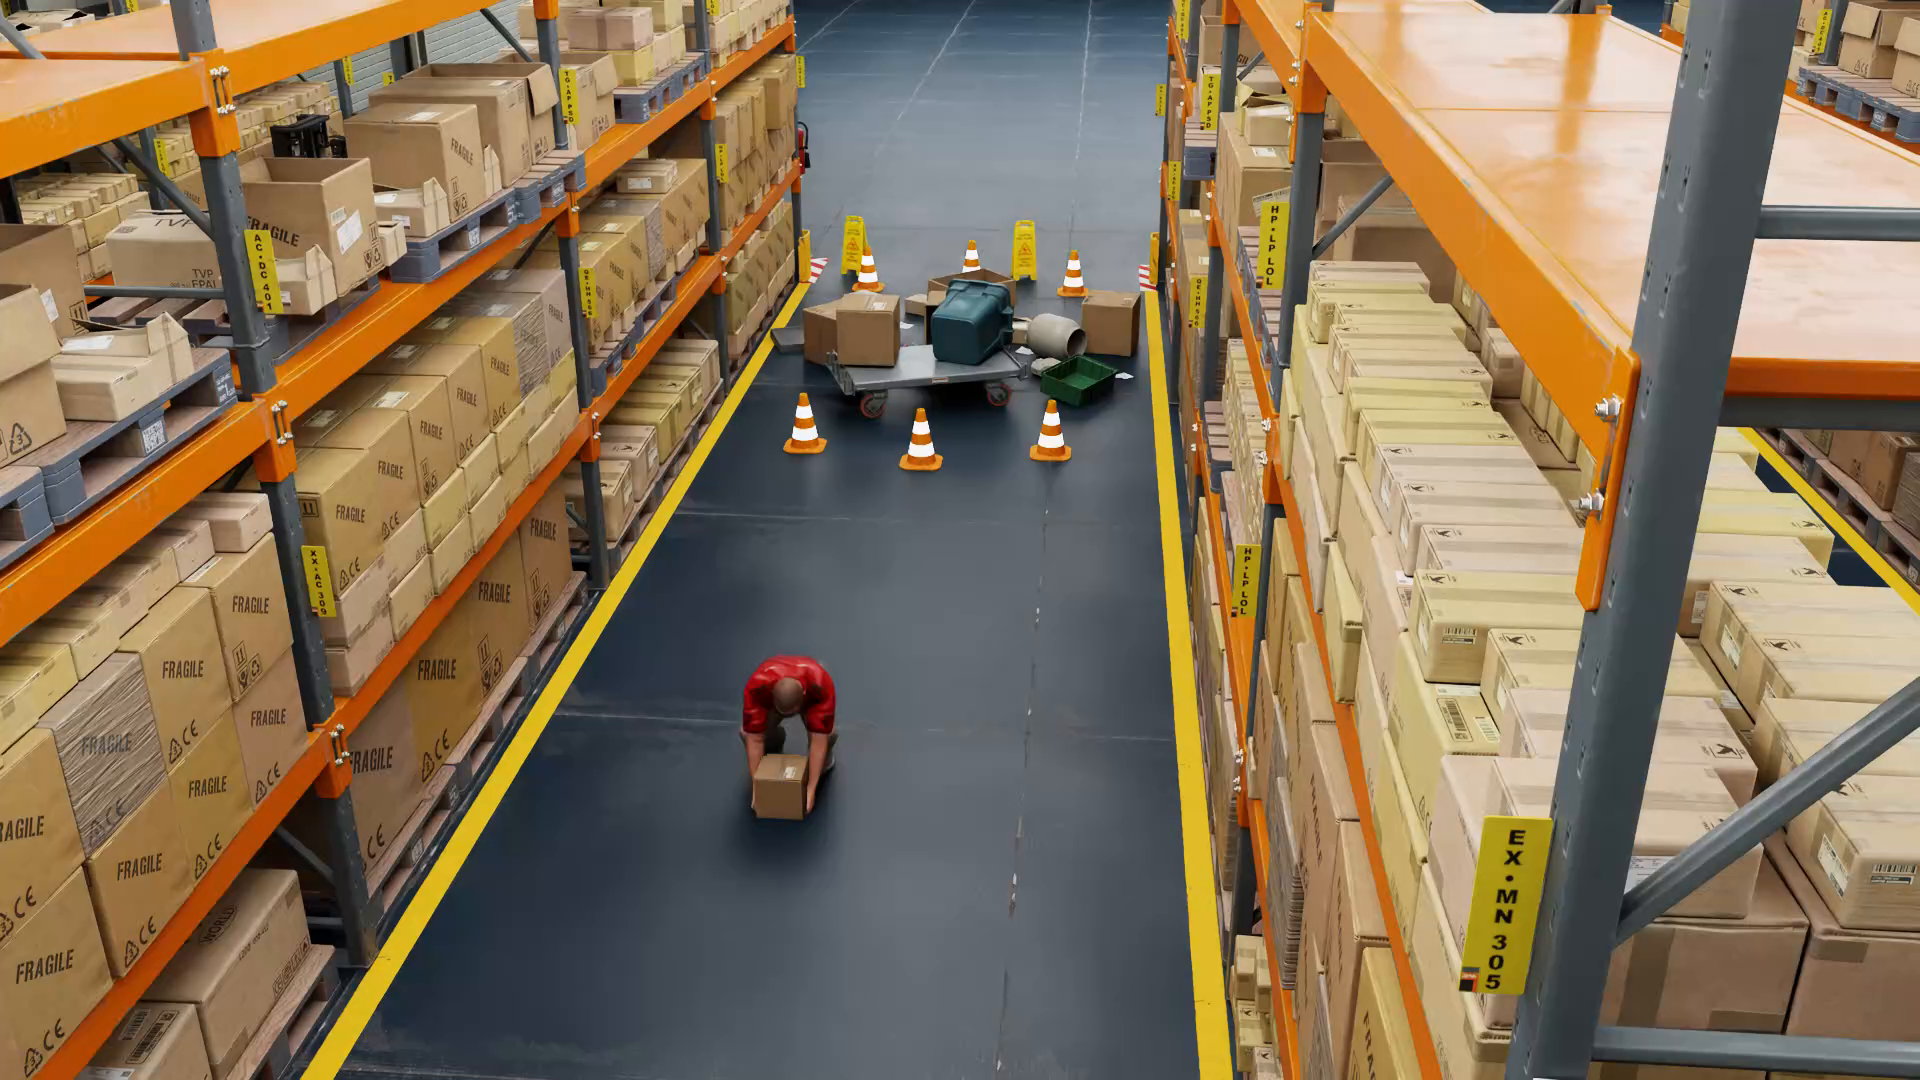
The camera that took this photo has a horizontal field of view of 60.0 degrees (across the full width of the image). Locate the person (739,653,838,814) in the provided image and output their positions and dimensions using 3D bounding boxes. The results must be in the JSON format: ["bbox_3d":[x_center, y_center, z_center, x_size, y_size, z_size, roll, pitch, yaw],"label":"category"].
[{"bbox_3d":[-0.929,0.965,9.099,0.546,0.855,0.881,2,24,4],"label":"person"}]
